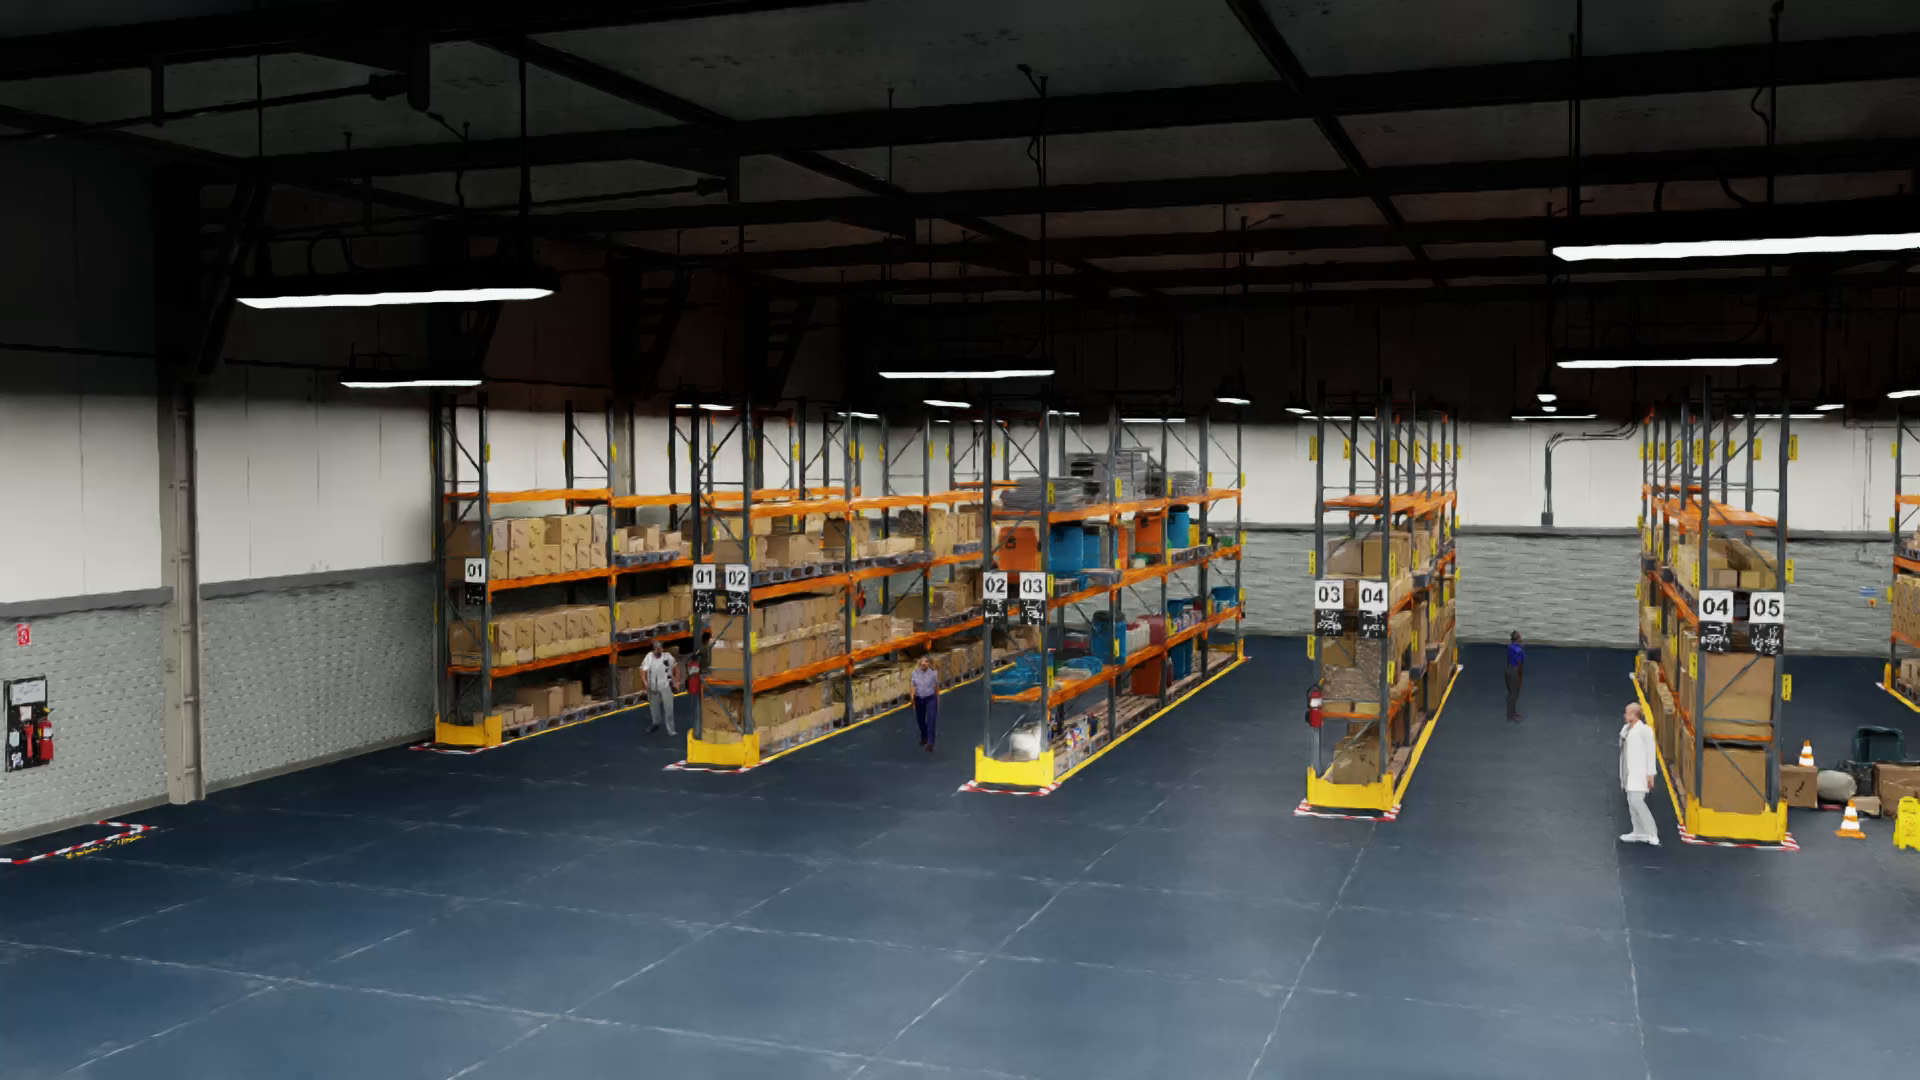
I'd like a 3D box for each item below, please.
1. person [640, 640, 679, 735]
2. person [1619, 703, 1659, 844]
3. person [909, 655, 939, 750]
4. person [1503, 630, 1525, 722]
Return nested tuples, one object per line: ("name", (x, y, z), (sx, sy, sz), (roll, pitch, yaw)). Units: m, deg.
("person", (-5.292, 2.582, 29.435), (0.701, 1.689, 0.857), (0, 3, 3))
("person", (8.658, 2.973, 21.222), (0.464, 1.773, 0.684), (-1, 3, -13))
("person", (-0.603, 2.716, 27.973), (0.478, 1.567, 0.984), (1, 3, 11))
("person", (10.348, 2.517, 30.939), (0.440, 1.655, 0.550), (0, 3, -5))
